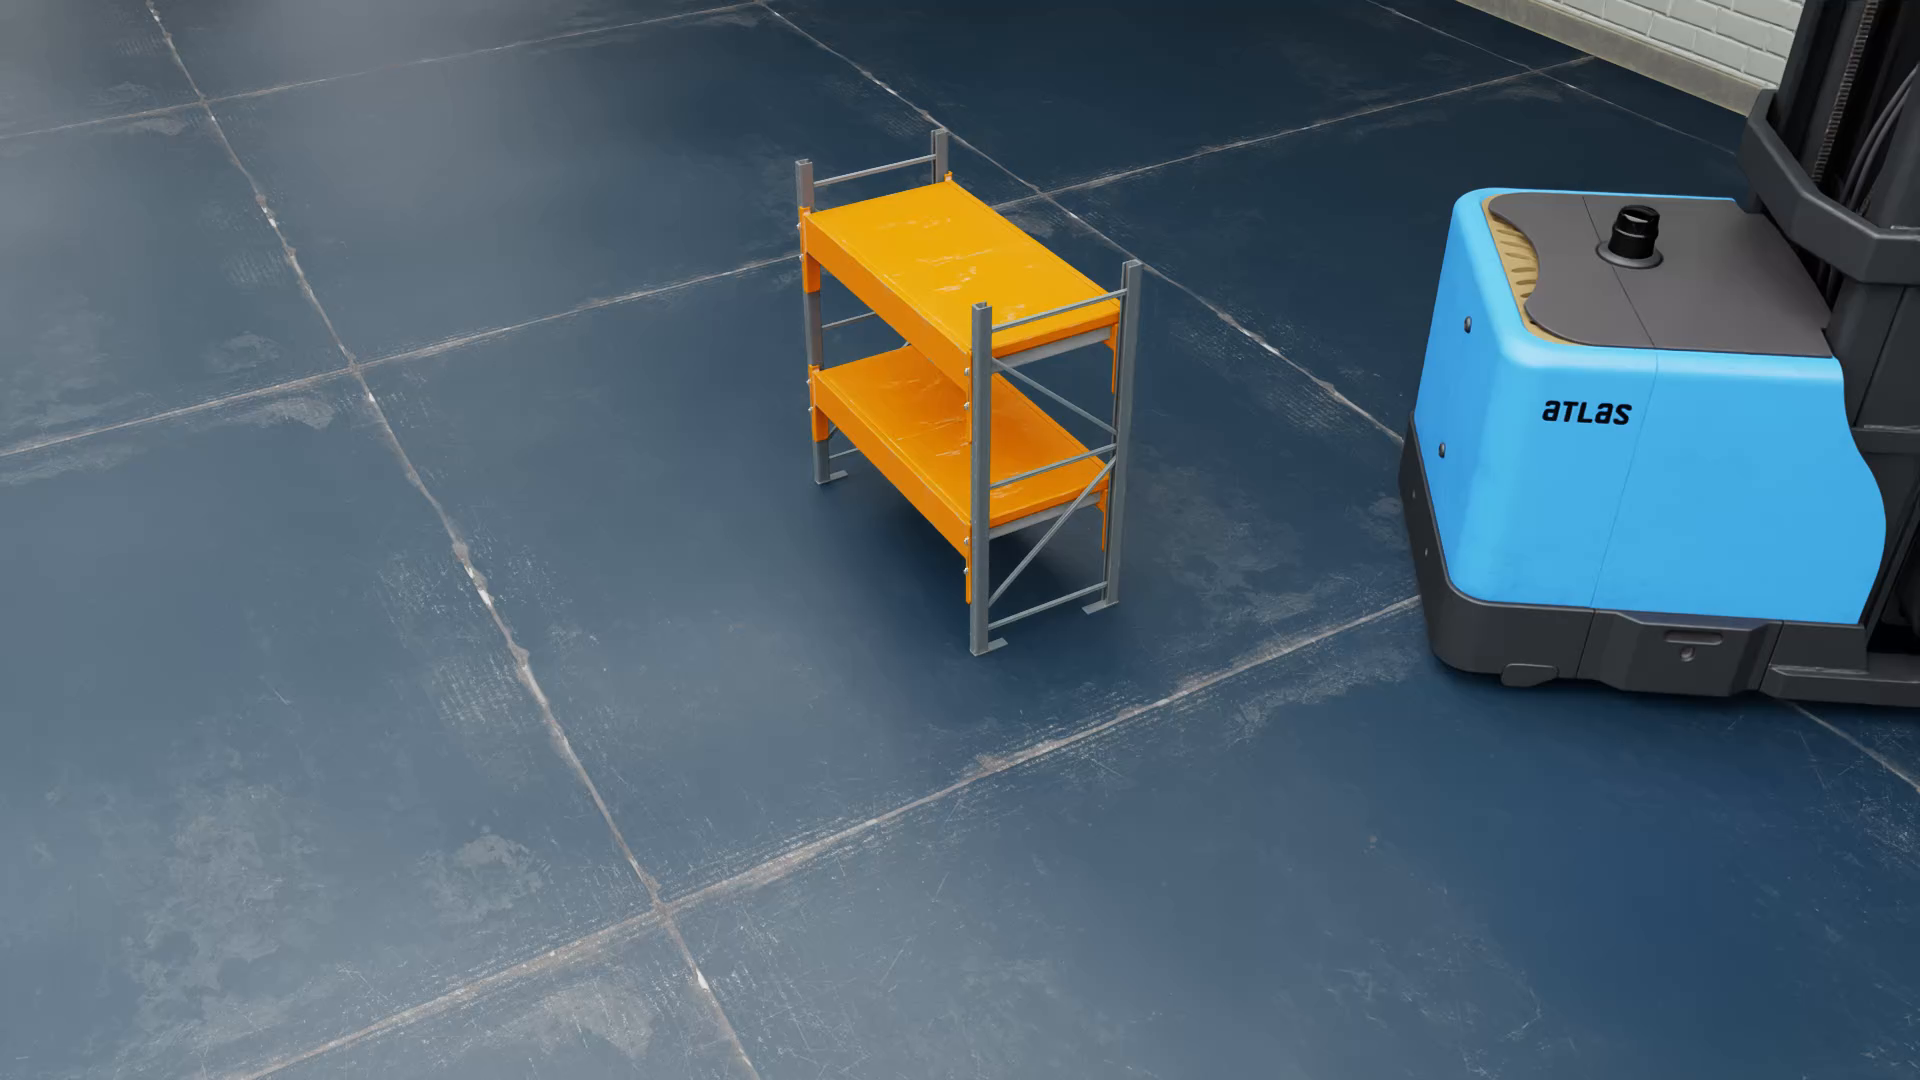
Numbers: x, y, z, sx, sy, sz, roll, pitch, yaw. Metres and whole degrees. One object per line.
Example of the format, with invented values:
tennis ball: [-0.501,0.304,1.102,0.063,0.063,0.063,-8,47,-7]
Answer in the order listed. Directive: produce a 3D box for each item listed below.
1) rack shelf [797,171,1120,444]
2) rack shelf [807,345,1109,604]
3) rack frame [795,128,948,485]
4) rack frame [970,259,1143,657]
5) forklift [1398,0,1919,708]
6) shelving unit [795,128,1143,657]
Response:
rack shelf: [-0.003,-0.694,4.750,0.538,0.278,1.000,-19,40,-24]
rack shelf: [-0.003,-0.260,5.067,0.538,0.278,1.000,-19,40,-24]
rack frame: [-0.259,-0.717,5.278,0.500,1.125,0.032,-19,40,-24]
rack frame: [0.252,-0.198,4.568,0.500,1.125,0.032,-19,40,-24]
forklift: [2.885,-0.981,4.108,3.031,2.935,1.130,3,36,5]
shelving unit: [-0.003,-0.458,4.923,0.538,1.125,1.048,-19,40,-24]
